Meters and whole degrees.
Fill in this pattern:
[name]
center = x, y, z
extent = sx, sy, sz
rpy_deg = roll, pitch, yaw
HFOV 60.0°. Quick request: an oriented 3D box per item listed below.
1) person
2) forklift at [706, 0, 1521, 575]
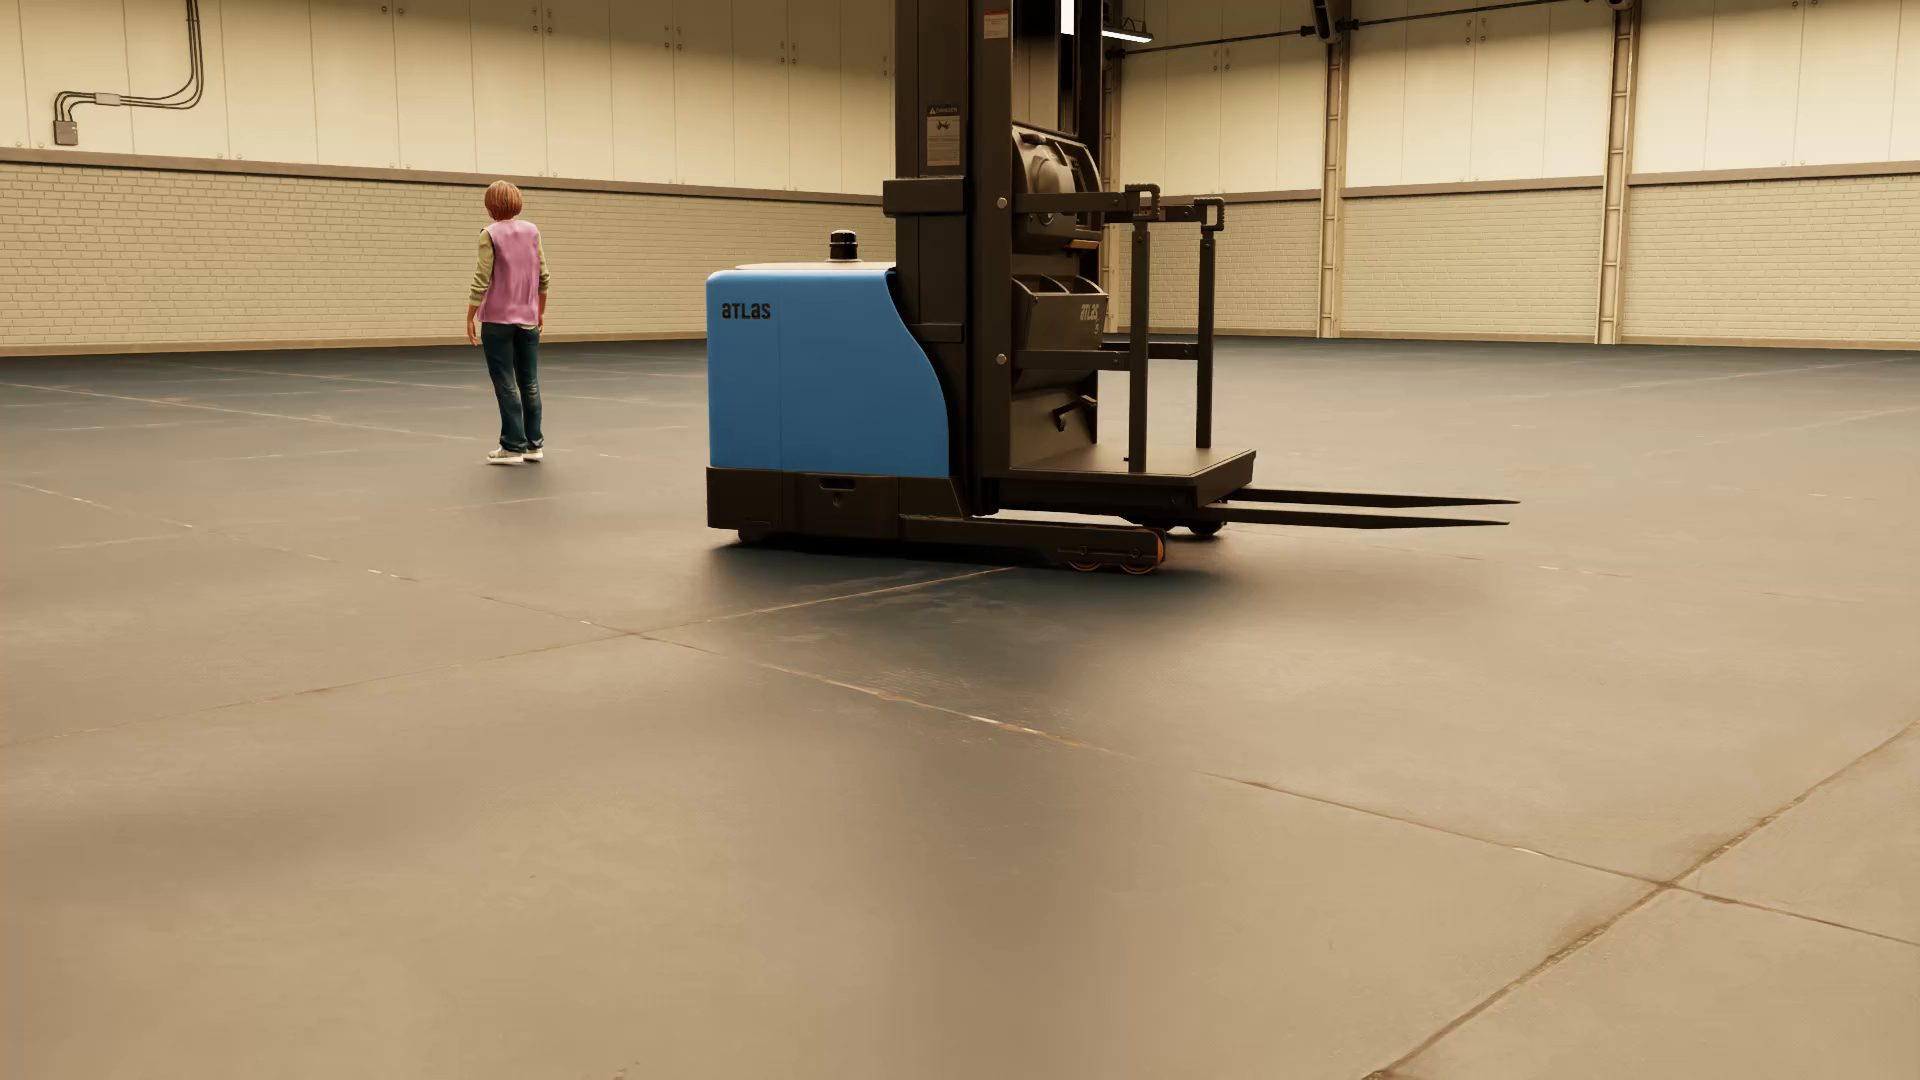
[person]
center = -2.610, -1.238, 9.525
extent = 0.475, 1.597, 0.520
rpy_deg = 8, 12, 44
[forklift]
center = 0.565, -1.416, 6.275
extent = 3.031, 2.935, 1.130
rpy_deg = 3, 9, 22
